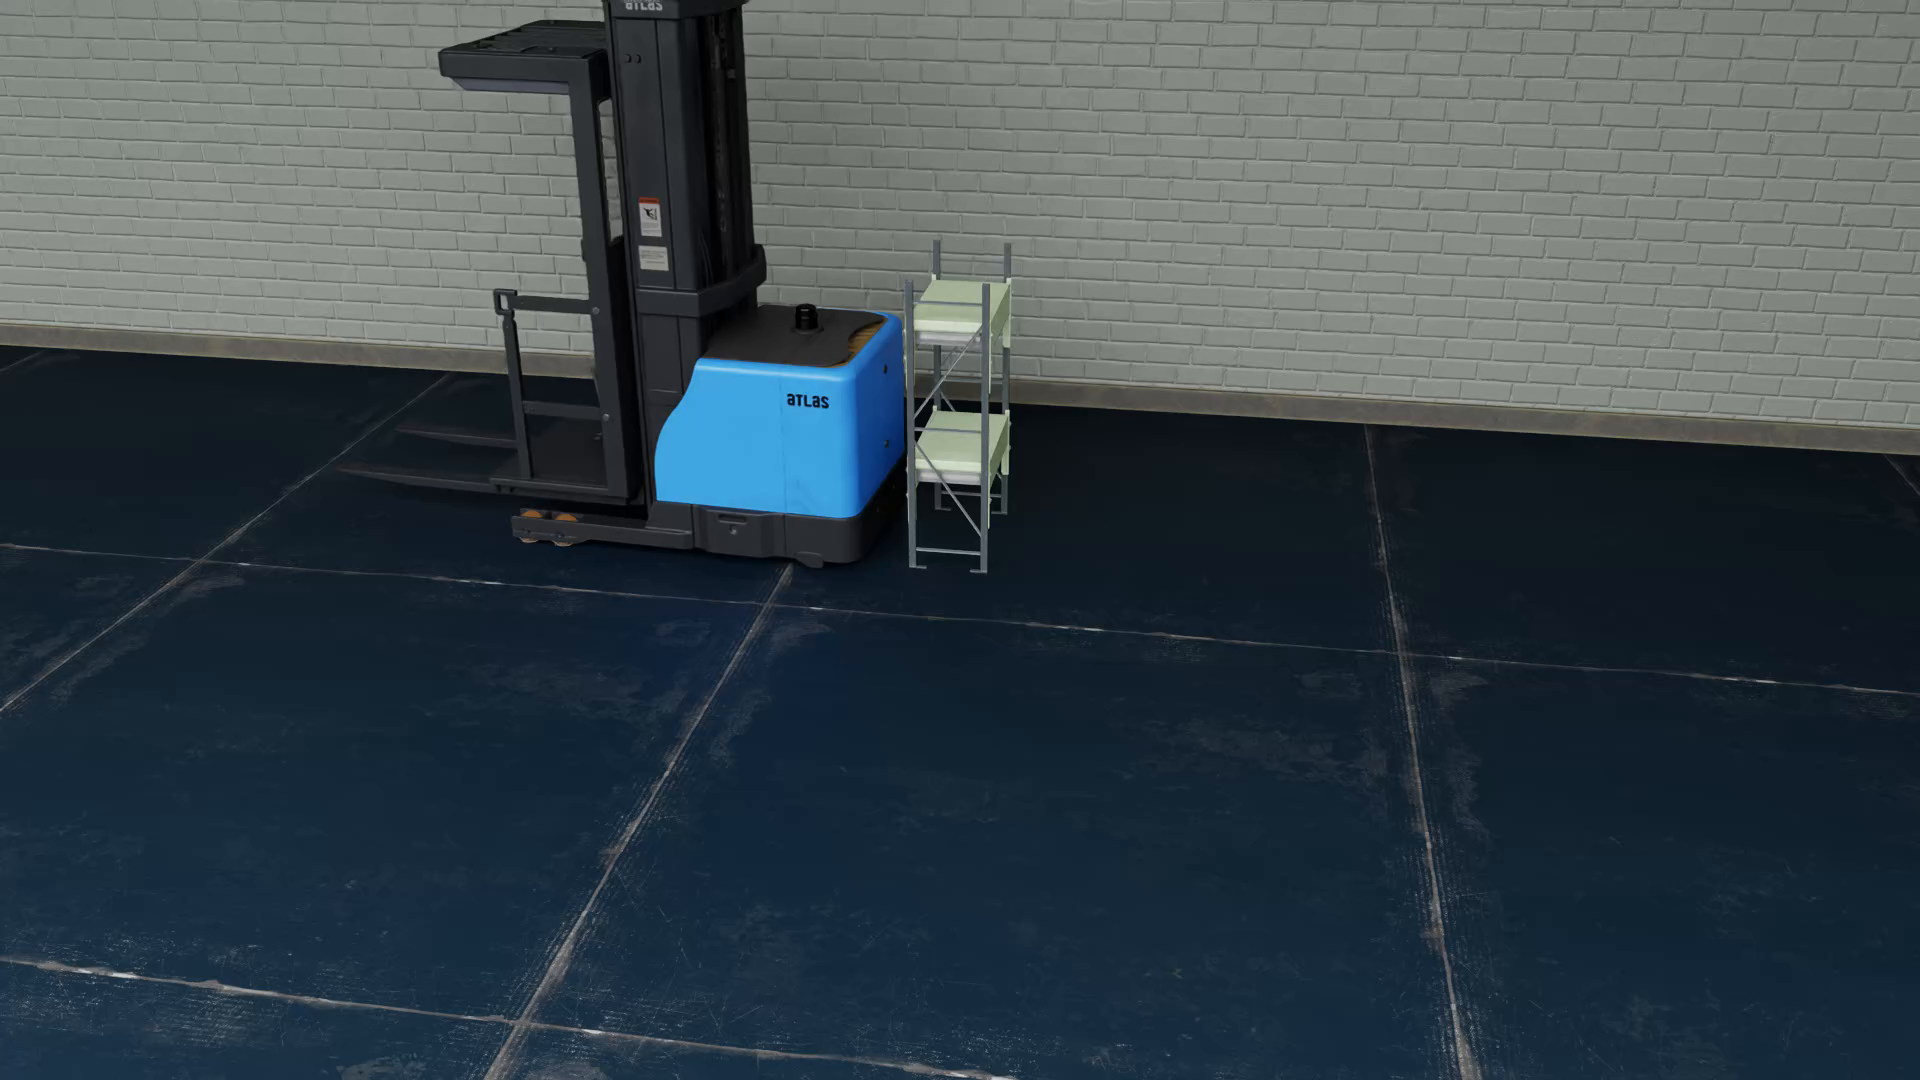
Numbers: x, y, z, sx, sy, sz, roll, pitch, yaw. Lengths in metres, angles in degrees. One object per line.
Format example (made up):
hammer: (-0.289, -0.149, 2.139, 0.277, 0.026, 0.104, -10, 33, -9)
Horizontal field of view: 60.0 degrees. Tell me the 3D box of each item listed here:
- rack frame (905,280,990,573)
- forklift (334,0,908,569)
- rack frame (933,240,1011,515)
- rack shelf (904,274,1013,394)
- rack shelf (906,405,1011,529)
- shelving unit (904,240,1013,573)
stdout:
rack frame: (-0.059, -0.529, 8.111, 0.400, 1.500, 0.023, 4, 25, 9)
forklift: (-1.861, -1.502, 8.502, 3.031, 2.935, 1.130, 6, 26, 12)
rack frame: (0.061, -0.835, 8.765, 0.400, 1.500, 0.023, 4, 25, 9)
rack shelf: (0.001, -1.036, 8.273, 0.431, 0.370, 0.720, 4, 25, 9)
rack shelf: (0.001, -0.387, 8.576, 0.431, 0.370, 0.720, 4, 25, 9)
shelving unit: (0.001, -0.682, 8.438, 0.431, 1.500, 0.755, 4, 25, 9)
